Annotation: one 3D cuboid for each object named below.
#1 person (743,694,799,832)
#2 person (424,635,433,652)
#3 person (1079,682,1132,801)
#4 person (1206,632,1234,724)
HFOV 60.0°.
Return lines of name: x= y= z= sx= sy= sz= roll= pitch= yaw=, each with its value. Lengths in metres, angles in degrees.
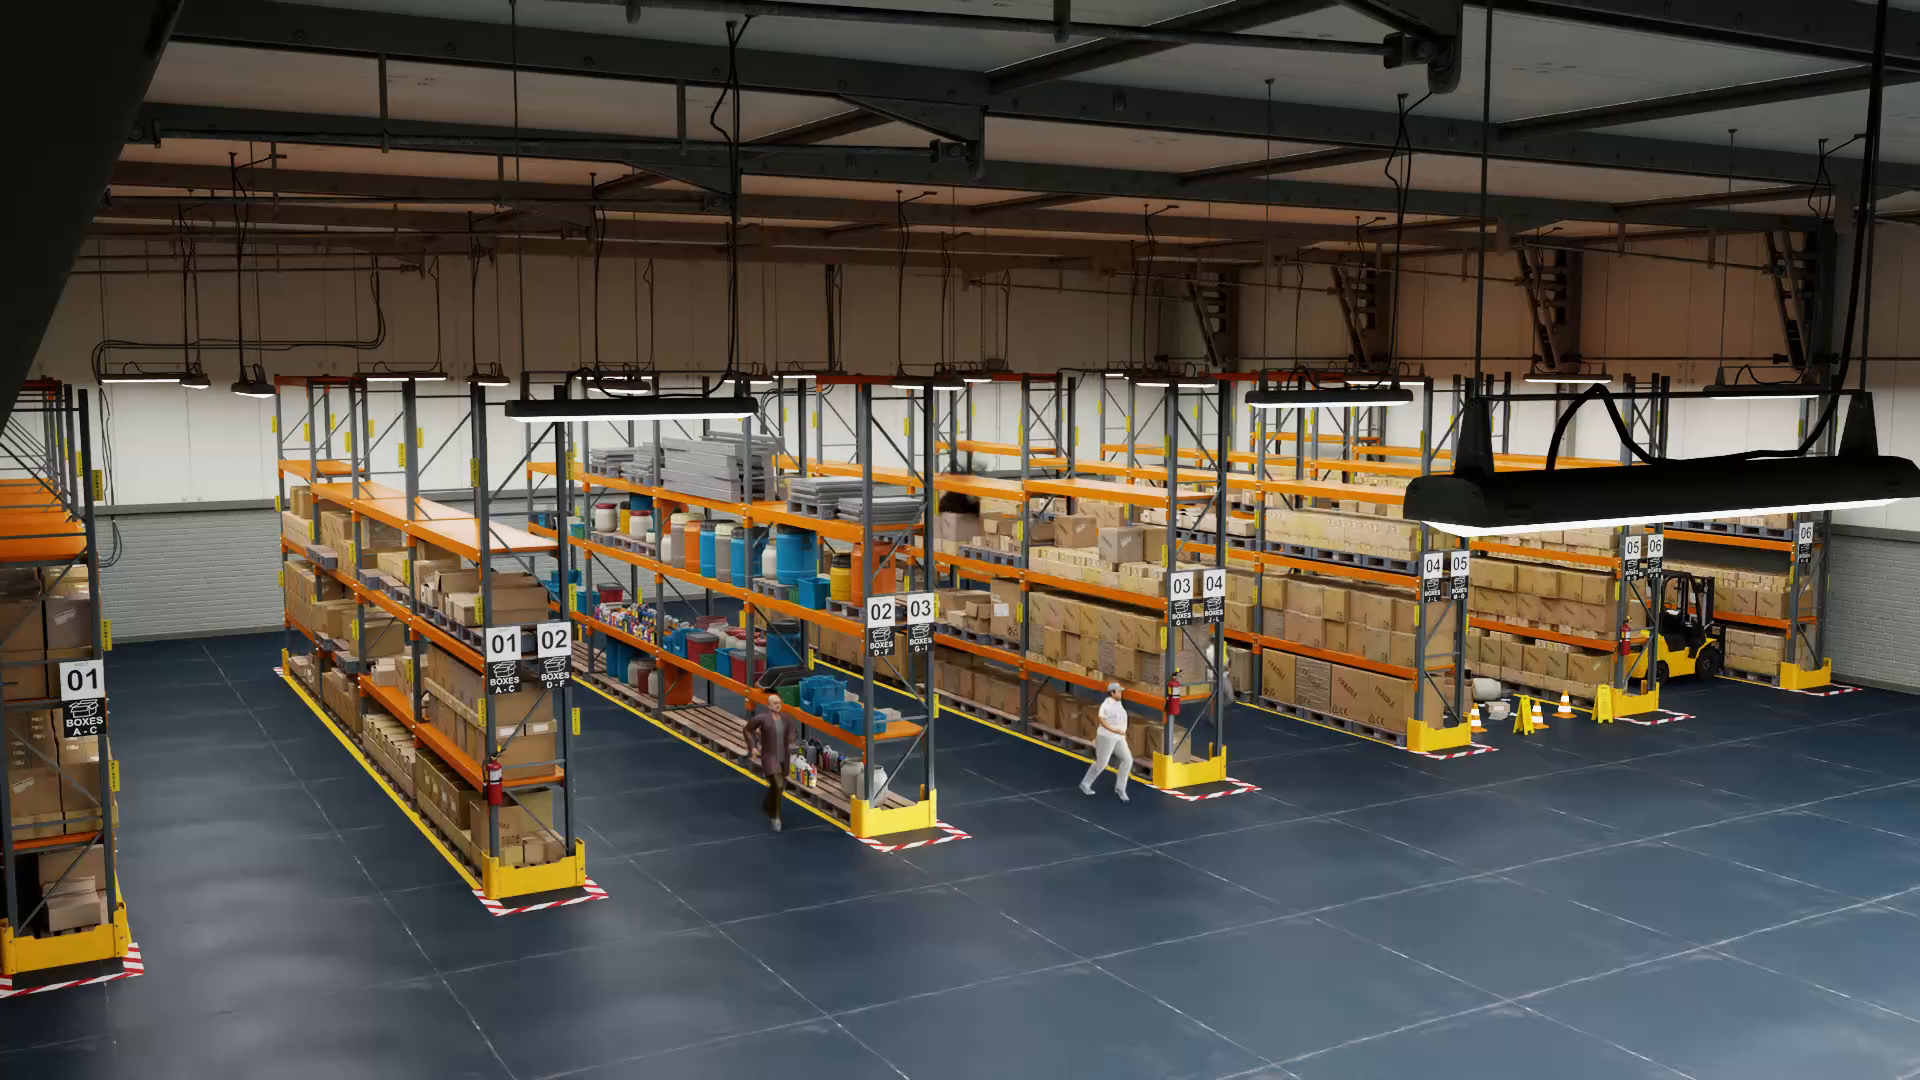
person: x=-2.492 y=3.000 z=22.452 sx=0.667 sy=1.843 sz=0.798 roll=-5 pitch=8 yaw=-40
person: x=-10.471 y=1.851 z=32.983 sx=0.663 sy=1.746 sz=0.676 roll=-4 pitch=8 yaw=-34
person: x=2.178 y=2.902 z=24.059 sx=0.734 sy=1.695 sz=0.694 roll=4 pitch=8 yaw=36
person: x=4.498 y=2.369 z=28.646 sx=0.563 sy=1.651 sz=0.572 roll=-5 pitch=8 yaw=-38
